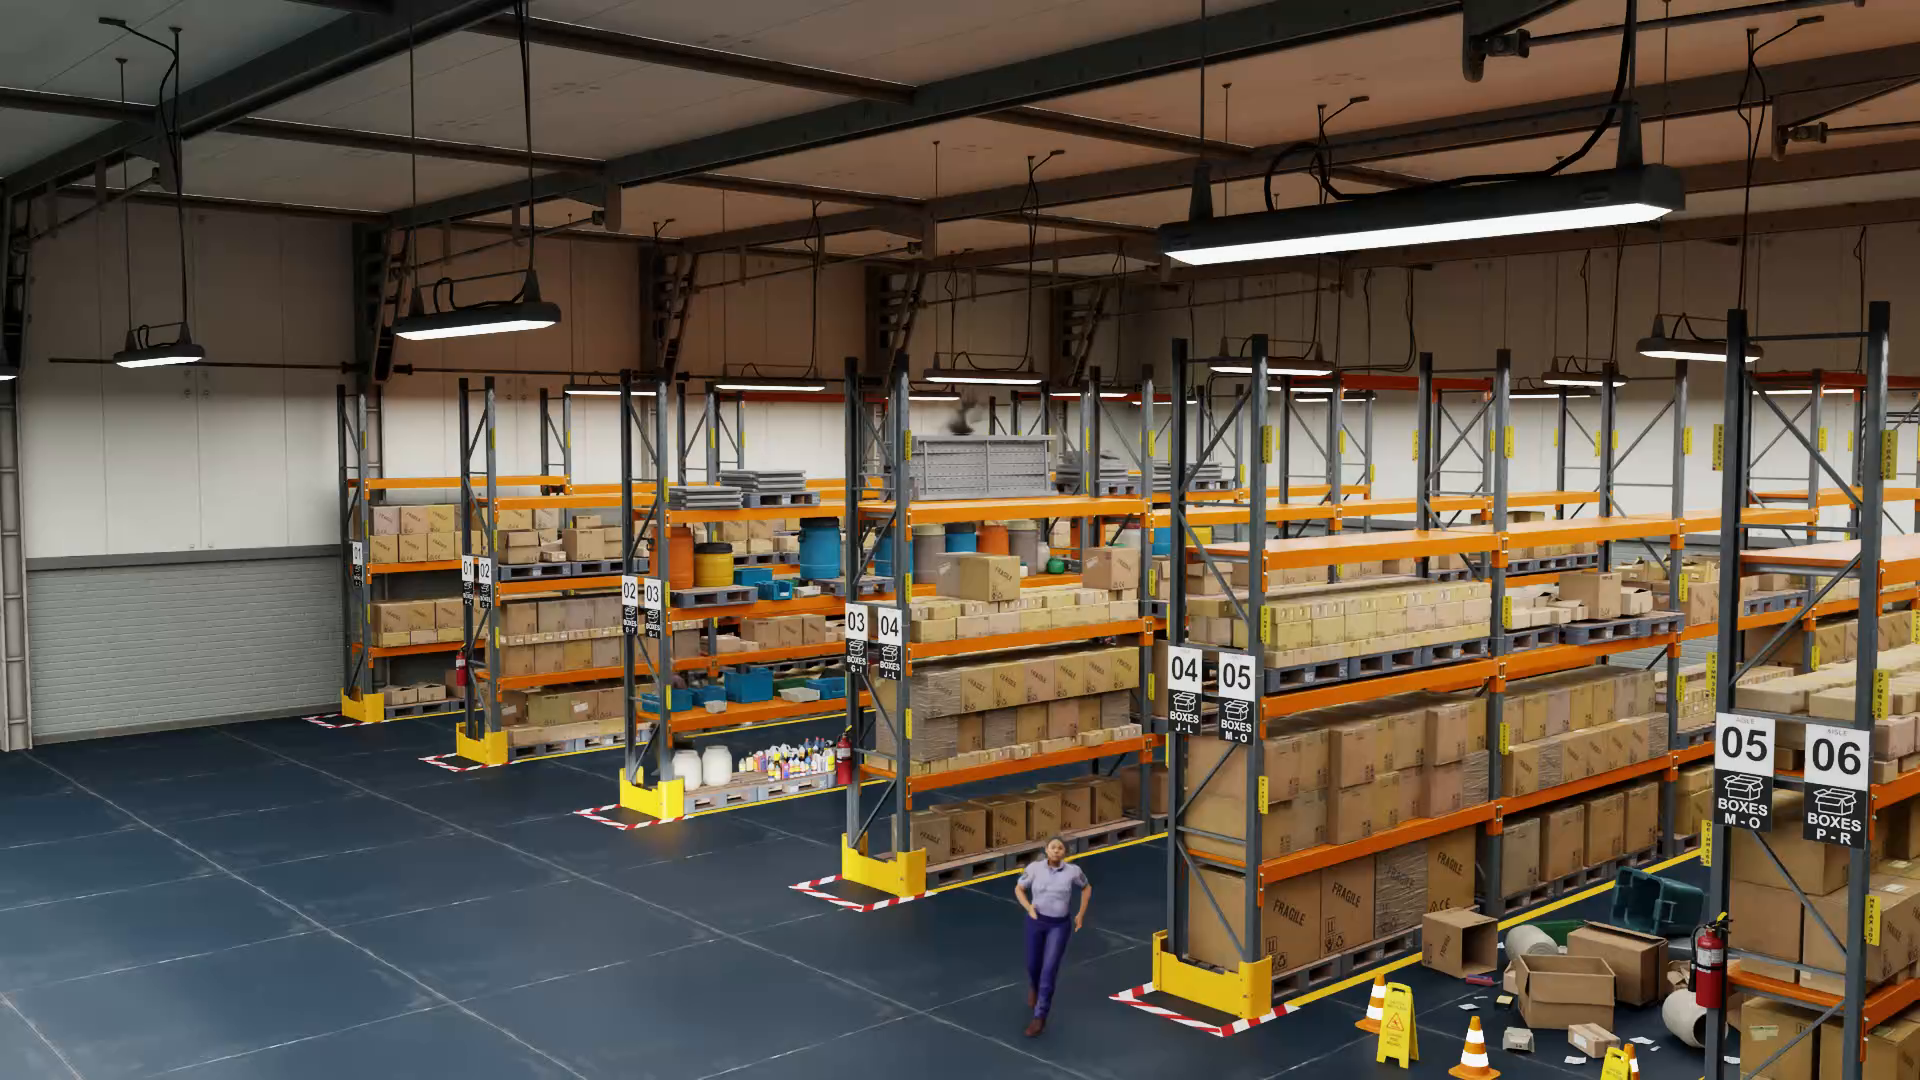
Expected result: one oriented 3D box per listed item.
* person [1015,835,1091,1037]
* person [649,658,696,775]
[{"bbox_3d":[0.784,3.389,14.503,0.643,1.624,0.914,1,4,15],"label":"person"},{"bbox_3d":[-4.387,2.689,25.181,0.712,1.677,0.776,3,5,40],"label":"person"}]
